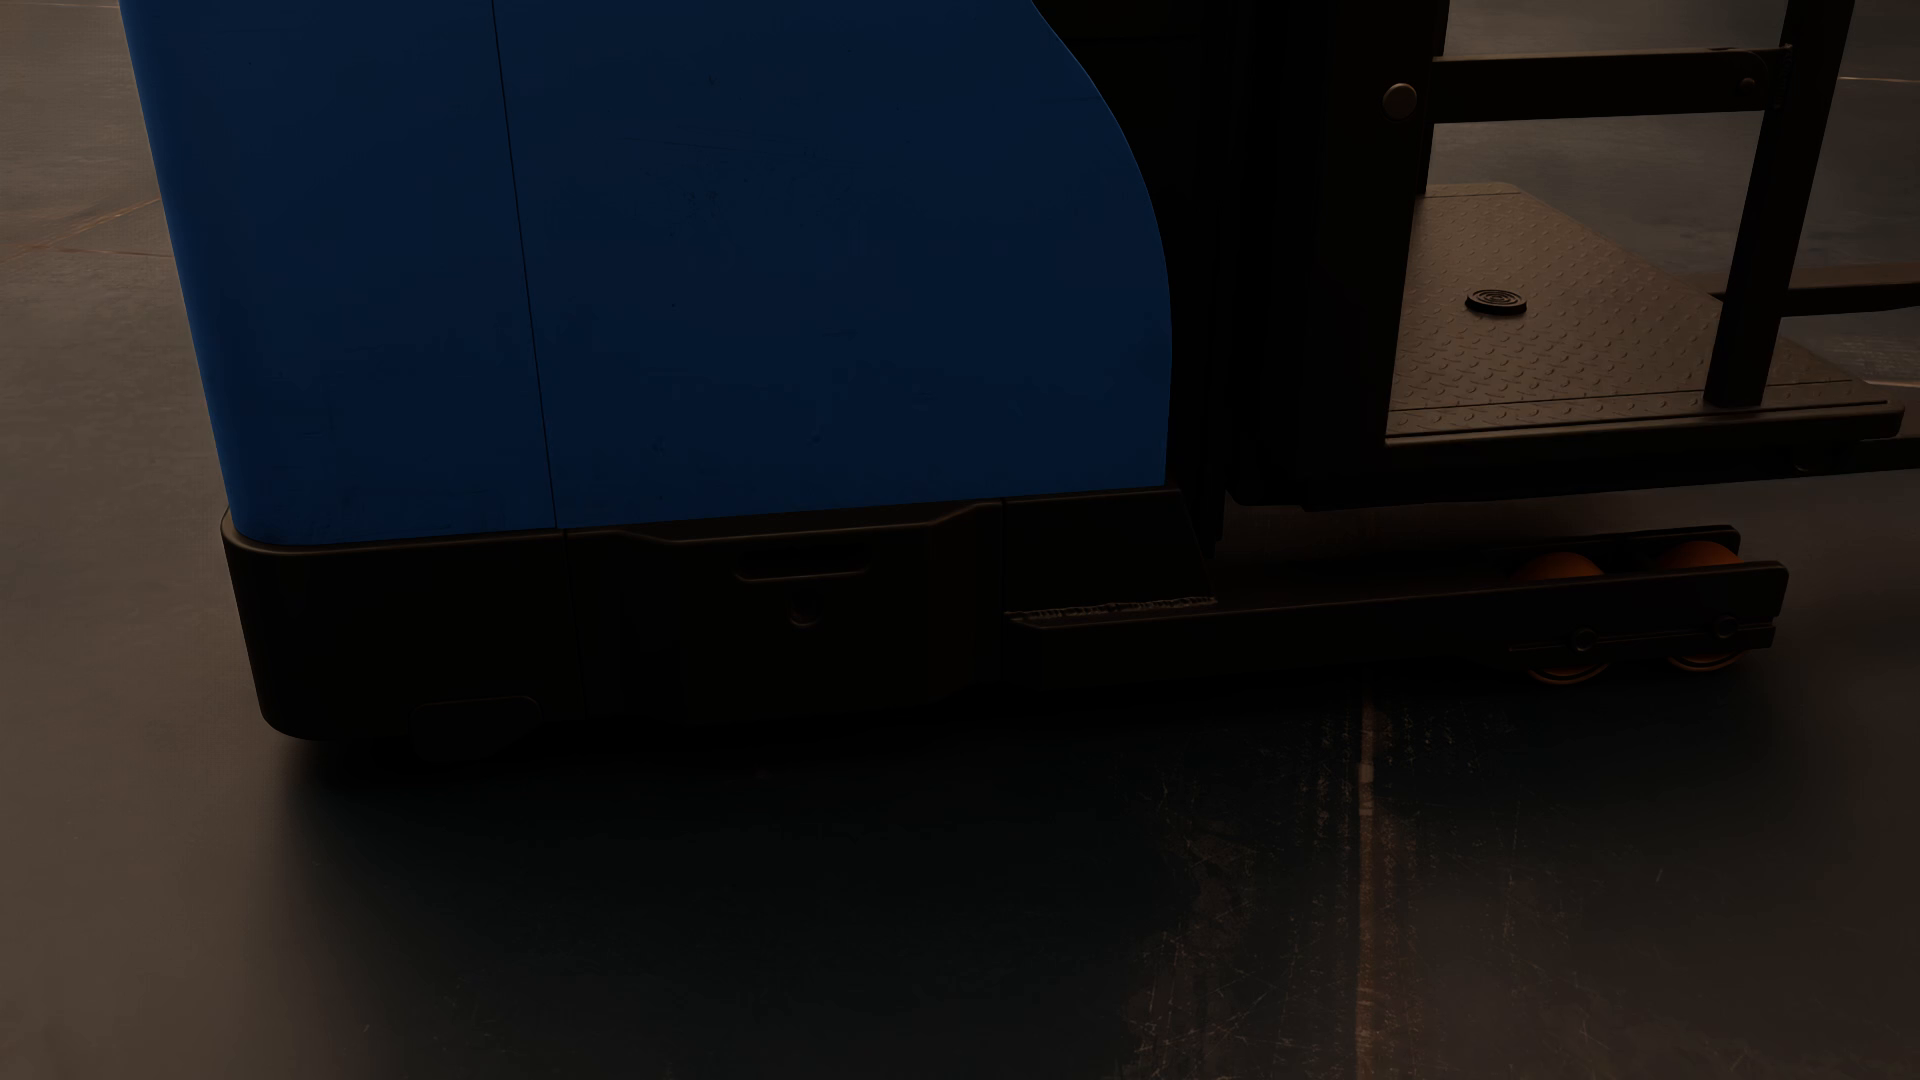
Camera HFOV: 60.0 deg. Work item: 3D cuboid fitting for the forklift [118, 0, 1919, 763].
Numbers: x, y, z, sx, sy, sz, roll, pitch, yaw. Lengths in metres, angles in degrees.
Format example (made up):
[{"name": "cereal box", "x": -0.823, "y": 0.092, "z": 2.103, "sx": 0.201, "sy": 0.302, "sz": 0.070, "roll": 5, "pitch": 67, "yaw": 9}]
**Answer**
[{"name": "forklift", "x": 0.600, "y": -1.354, "z": 1.930, "sx": 3.031, "sy": 2.935, "sz": 1.130, "roll": -4, "pitch": 27, "yaw": -9}]
